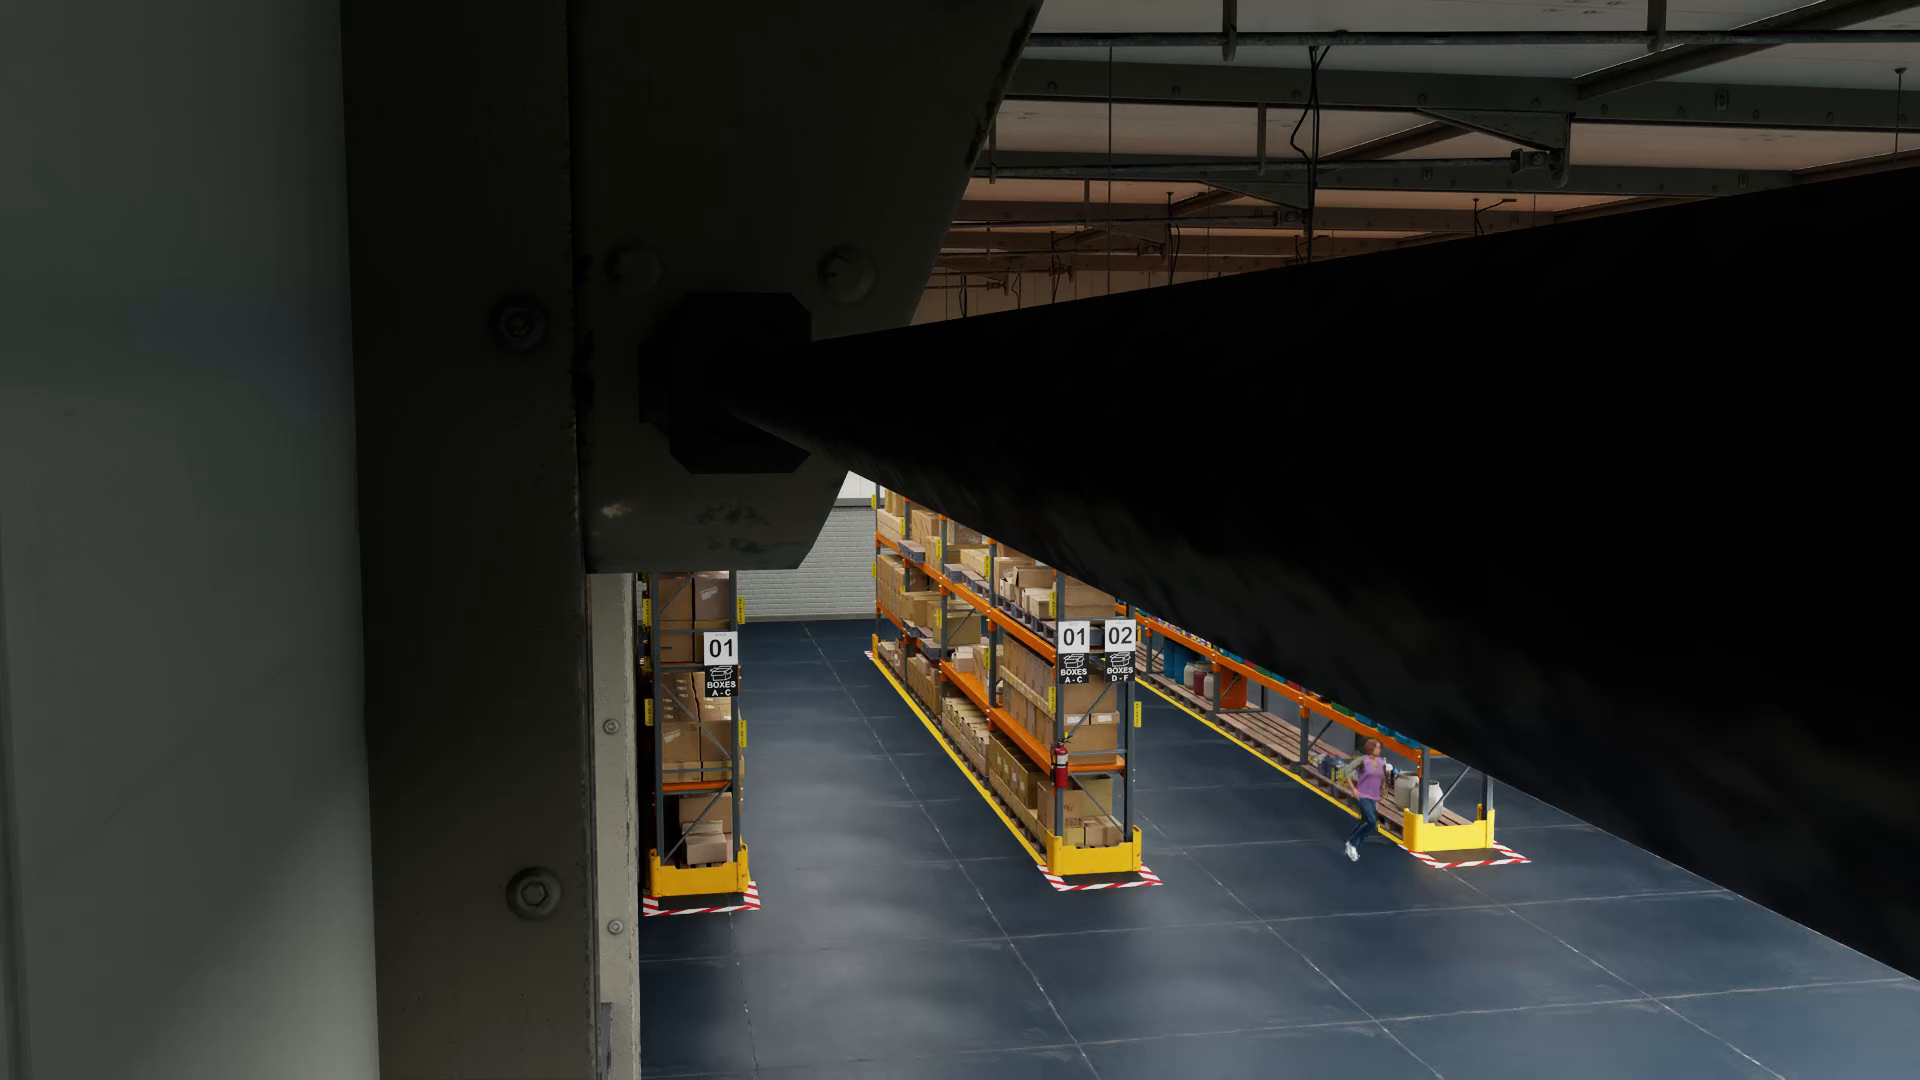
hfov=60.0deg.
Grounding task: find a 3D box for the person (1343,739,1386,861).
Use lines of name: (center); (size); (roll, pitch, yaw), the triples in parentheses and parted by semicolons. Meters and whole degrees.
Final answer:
person: (5.270, 3.347, 21.492); (0.559, 1.558, 0.562); (-4, 7, -33)
